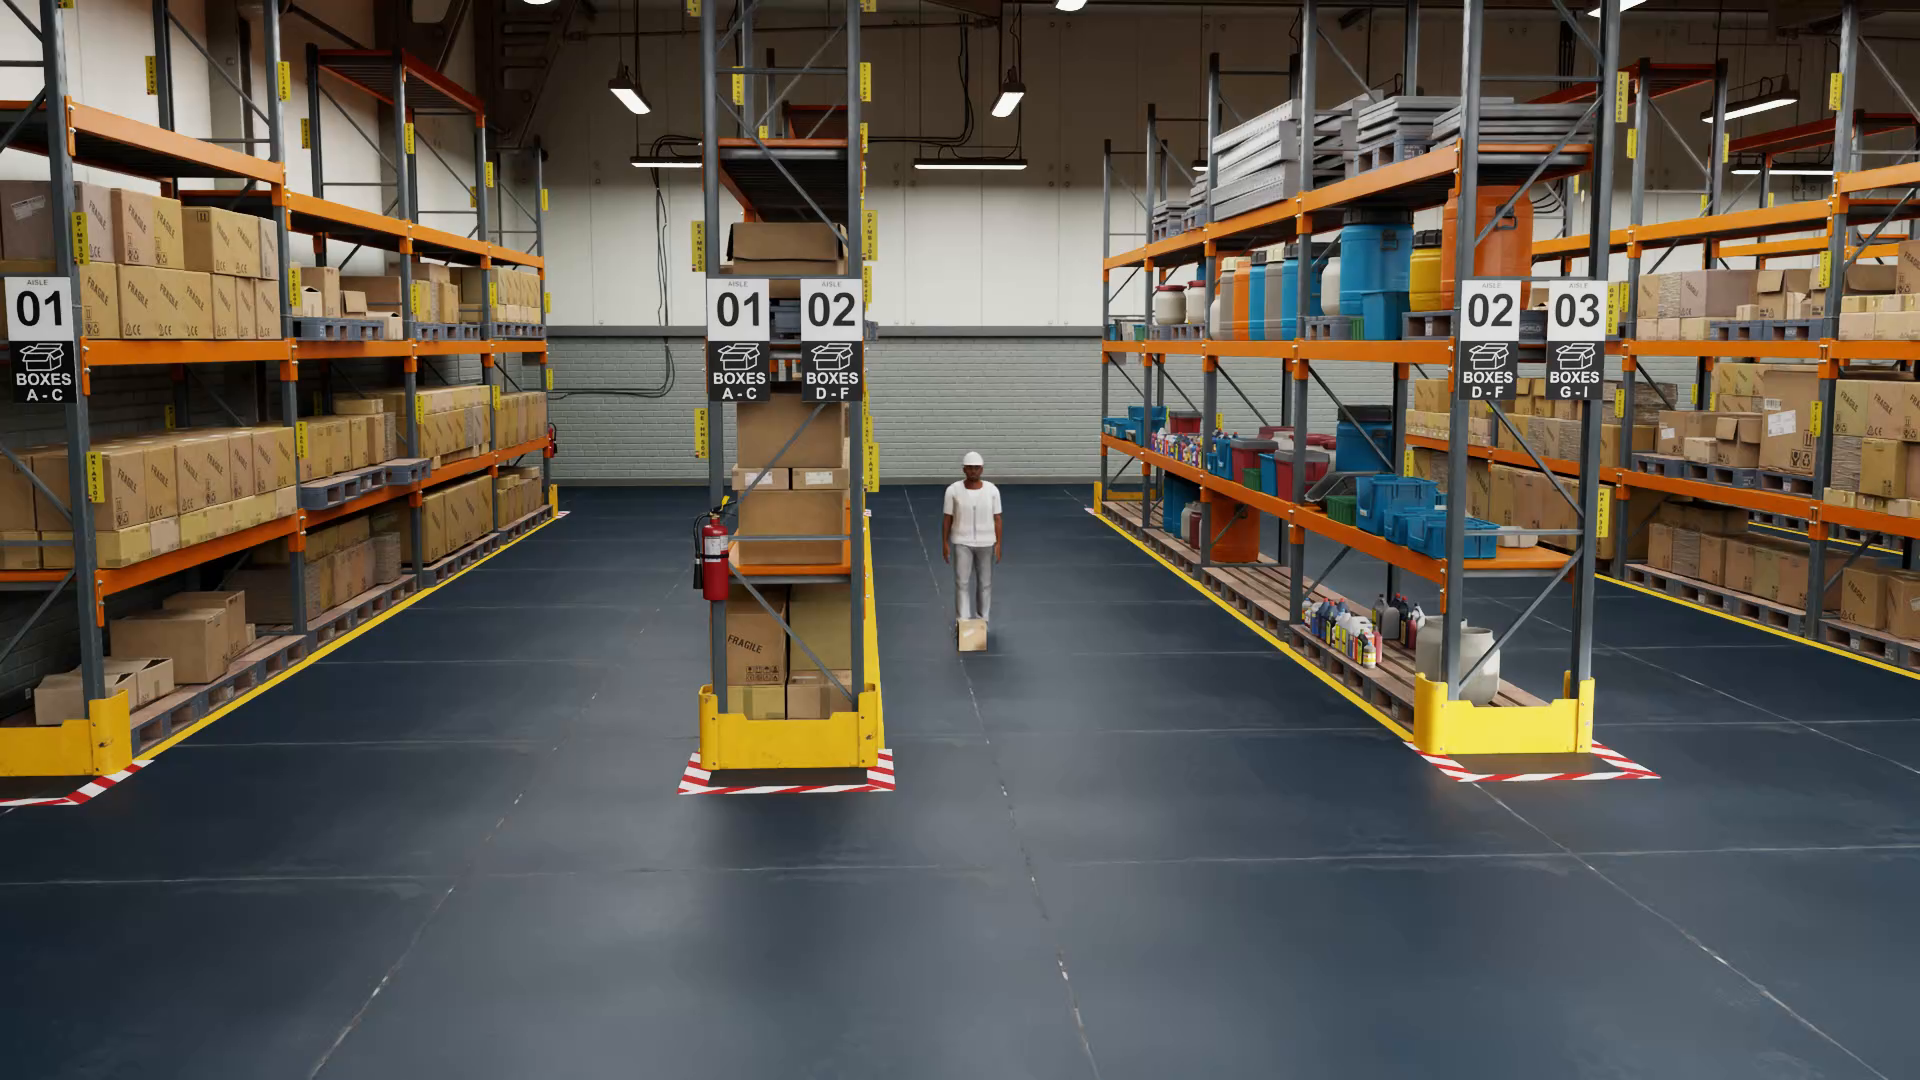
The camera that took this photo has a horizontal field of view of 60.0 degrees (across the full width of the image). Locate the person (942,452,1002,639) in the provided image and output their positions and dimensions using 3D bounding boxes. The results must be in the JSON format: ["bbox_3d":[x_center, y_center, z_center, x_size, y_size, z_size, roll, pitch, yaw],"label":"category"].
[{"bbox_3d":[0.129,0.051,15.707,0.571,1.764,0.753,-1,7,-7],"label":"person"}]
